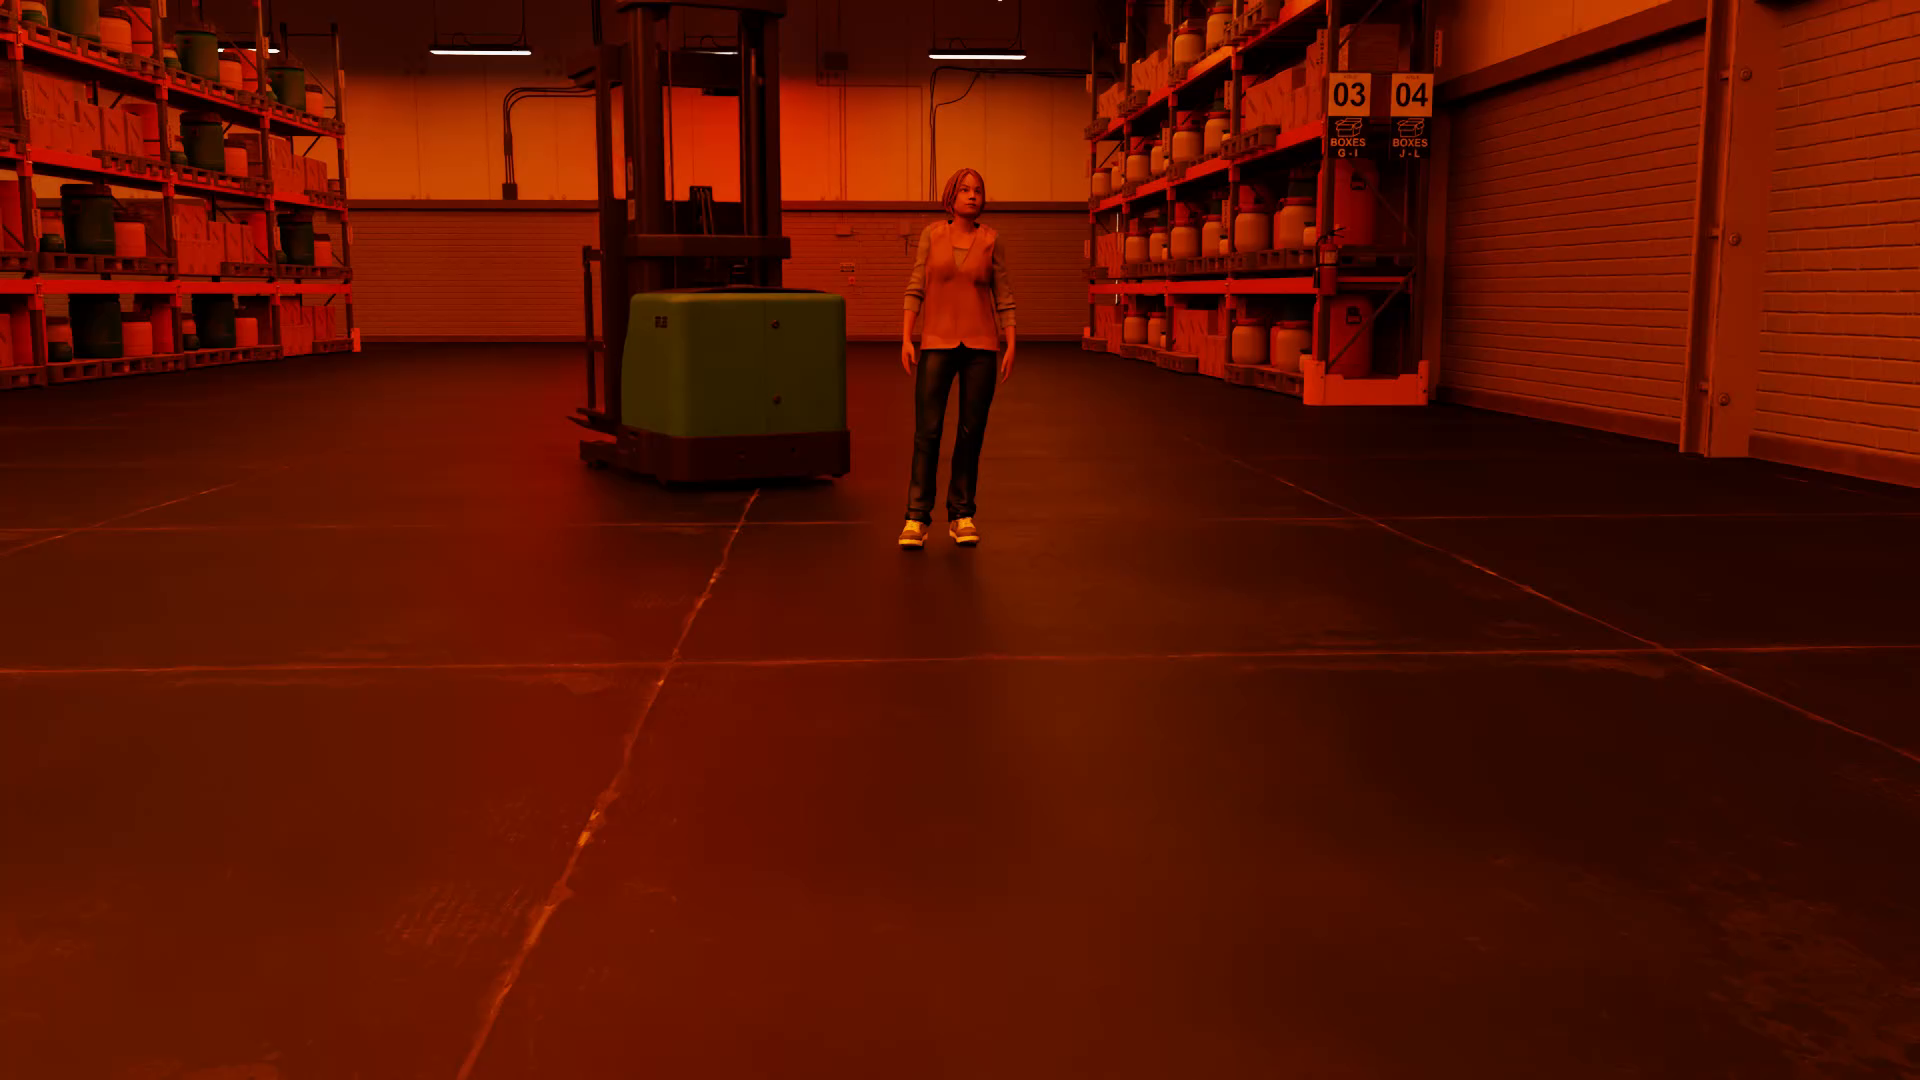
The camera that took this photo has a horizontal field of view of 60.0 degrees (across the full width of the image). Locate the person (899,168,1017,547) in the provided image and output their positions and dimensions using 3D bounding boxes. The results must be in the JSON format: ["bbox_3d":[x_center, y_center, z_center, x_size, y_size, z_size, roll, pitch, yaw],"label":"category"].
[{"bbox_3d":[-0.009,-0.786,7.117,0.521,1.599,0.473,-1,8,-4],"label":"person"}]

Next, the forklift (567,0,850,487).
[{"bbox_3d":[-1.744,-1.918,10.249,1.130,2.935,3.031,-4,9,-27],"label":"forklift"}]
